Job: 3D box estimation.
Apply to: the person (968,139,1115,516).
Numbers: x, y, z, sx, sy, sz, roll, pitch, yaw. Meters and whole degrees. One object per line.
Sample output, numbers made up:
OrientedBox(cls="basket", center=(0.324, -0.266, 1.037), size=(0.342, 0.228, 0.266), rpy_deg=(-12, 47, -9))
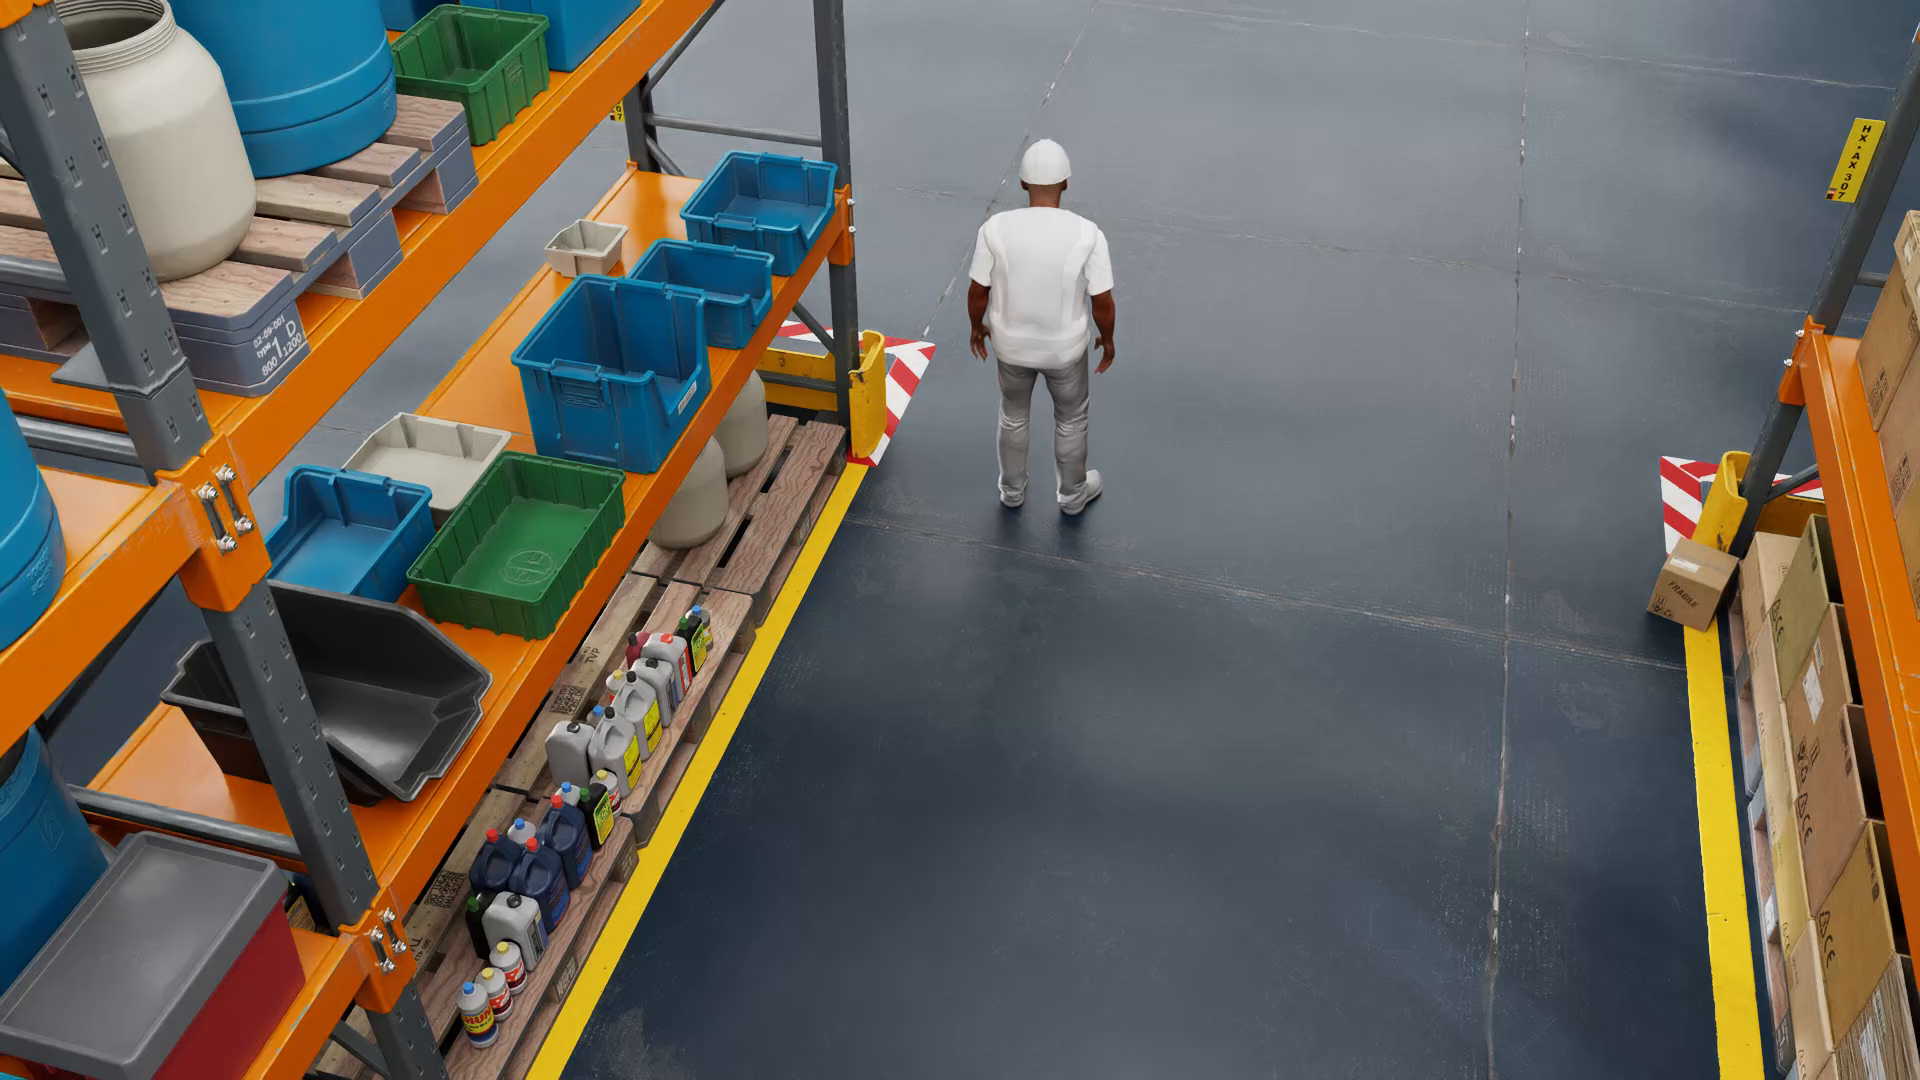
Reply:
OrientedBox(cls="person", center=(0.352, -0.879, 7.162), size=(0.636, 1.761, 0.454), rpy_deg=(8, 41, 9))
